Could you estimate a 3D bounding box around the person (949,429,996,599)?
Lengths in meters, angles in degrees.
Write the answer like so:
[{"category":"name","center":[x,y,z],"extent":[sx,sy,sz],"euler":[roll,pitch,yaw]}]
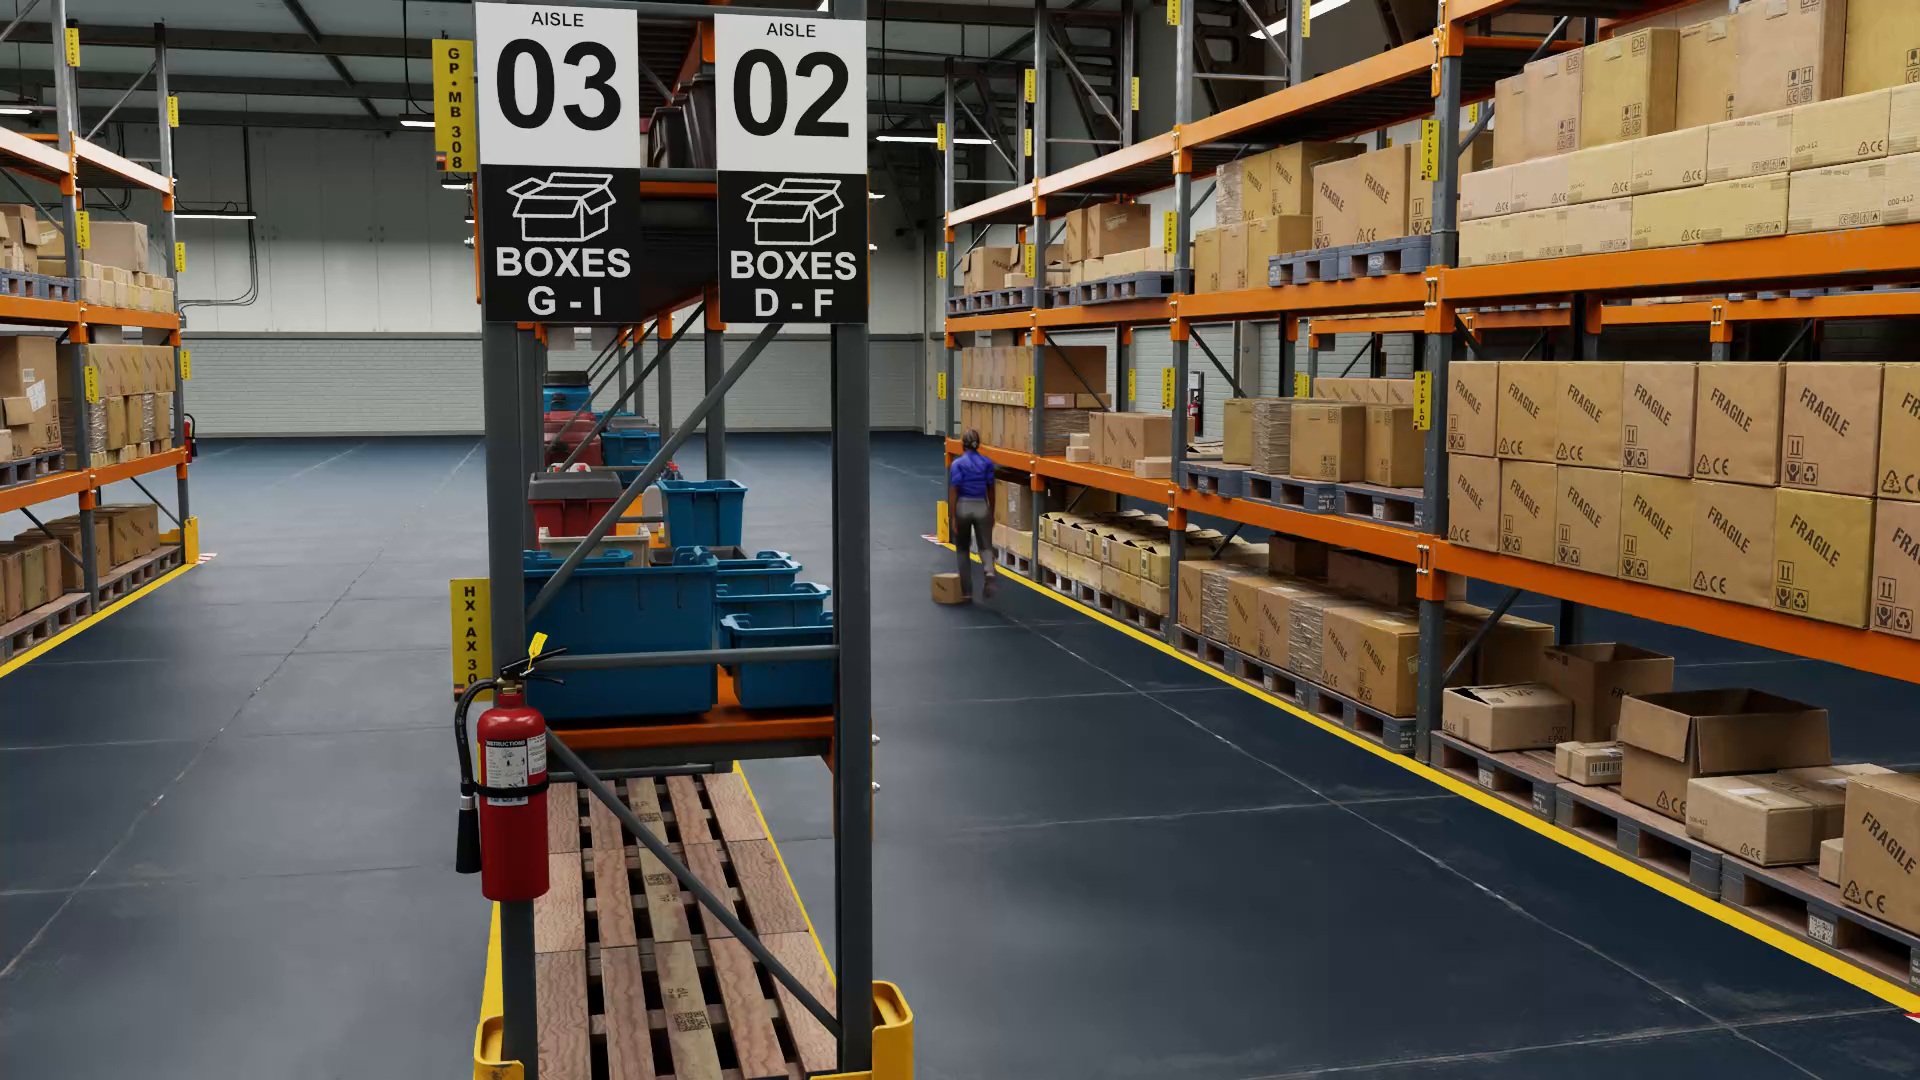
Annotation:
[{"category":"person","center":[0.128,-0.230,15.683],"extent":[0.472,1.627,0.760],"euler":[-1,6,-11]}]
